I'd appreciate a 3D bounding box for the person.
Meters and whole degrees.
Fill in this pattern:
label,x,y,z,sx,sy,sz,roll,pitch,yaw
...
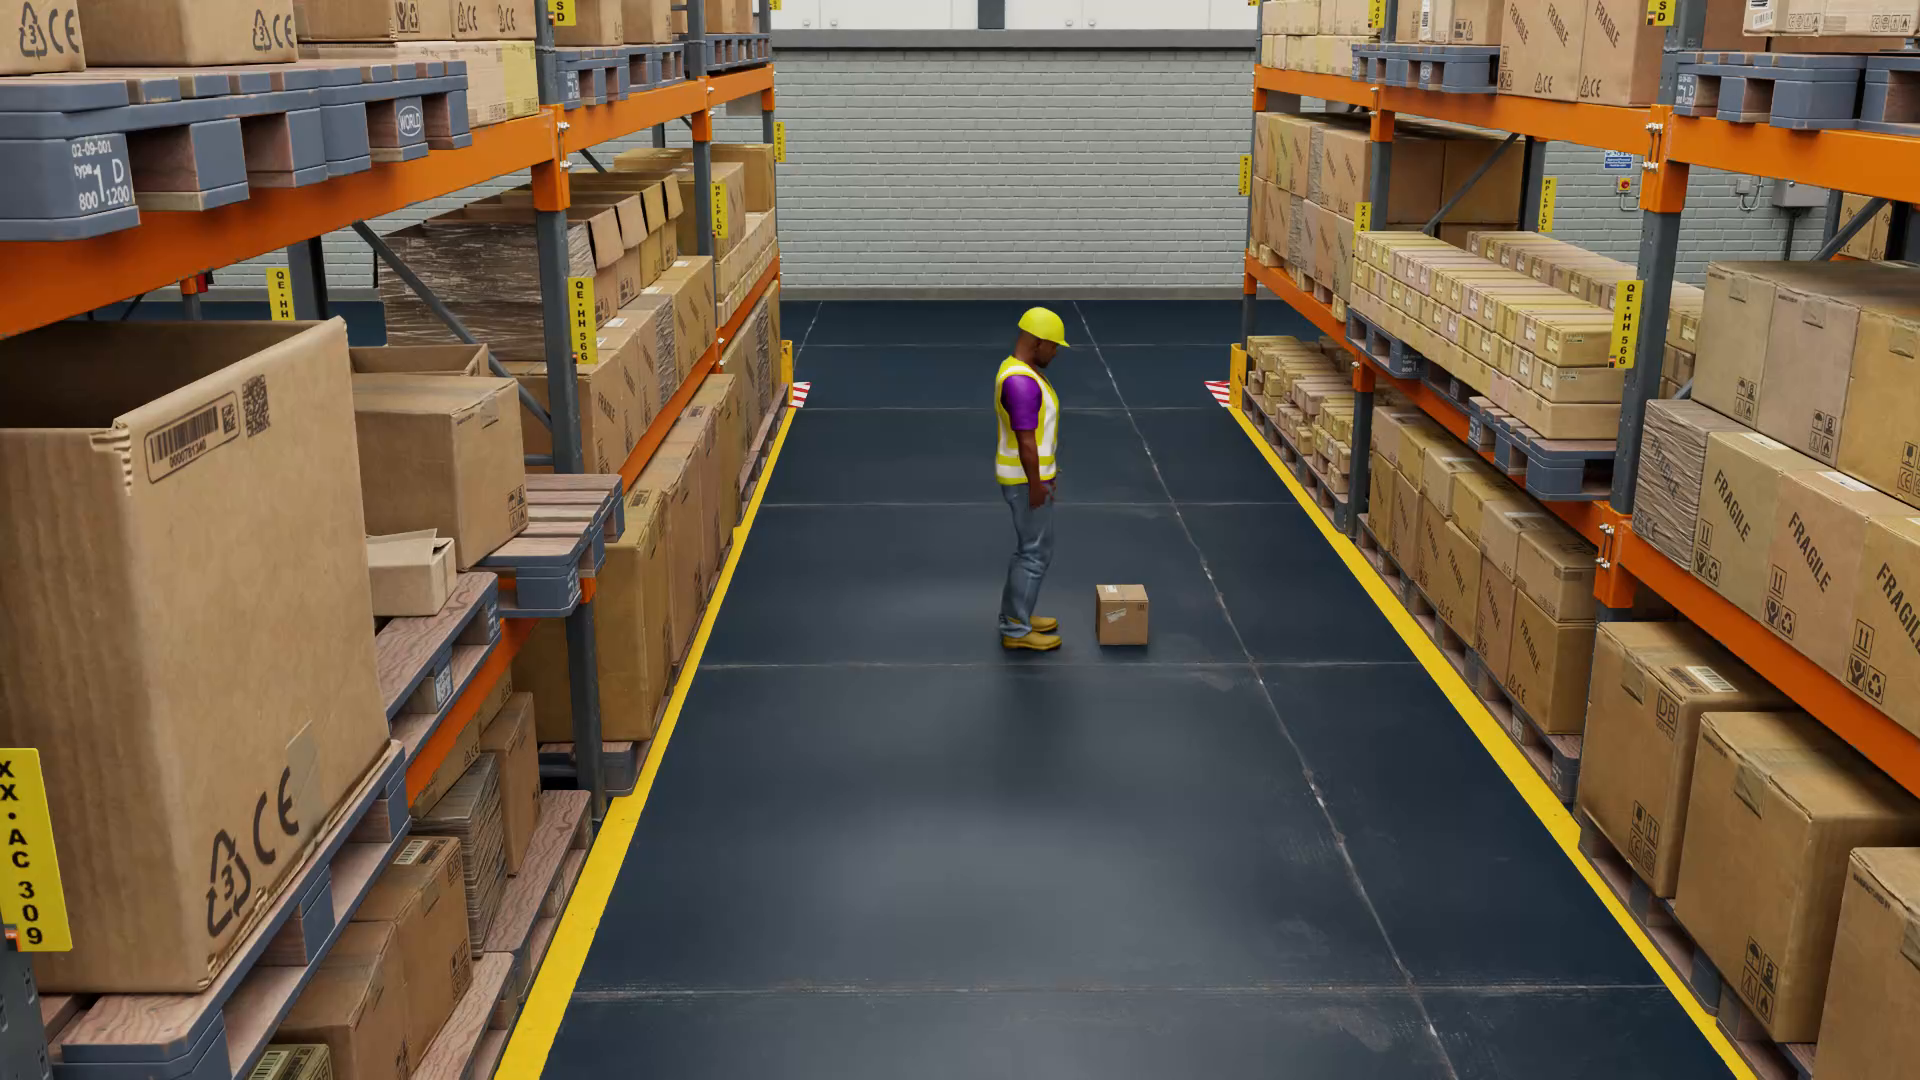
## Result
label,x,y,z,sx,sy,sz,roll,pitch,yaw
person,0.364,-0.327,8.595,0.384,1.751,0.573,0,17,1
